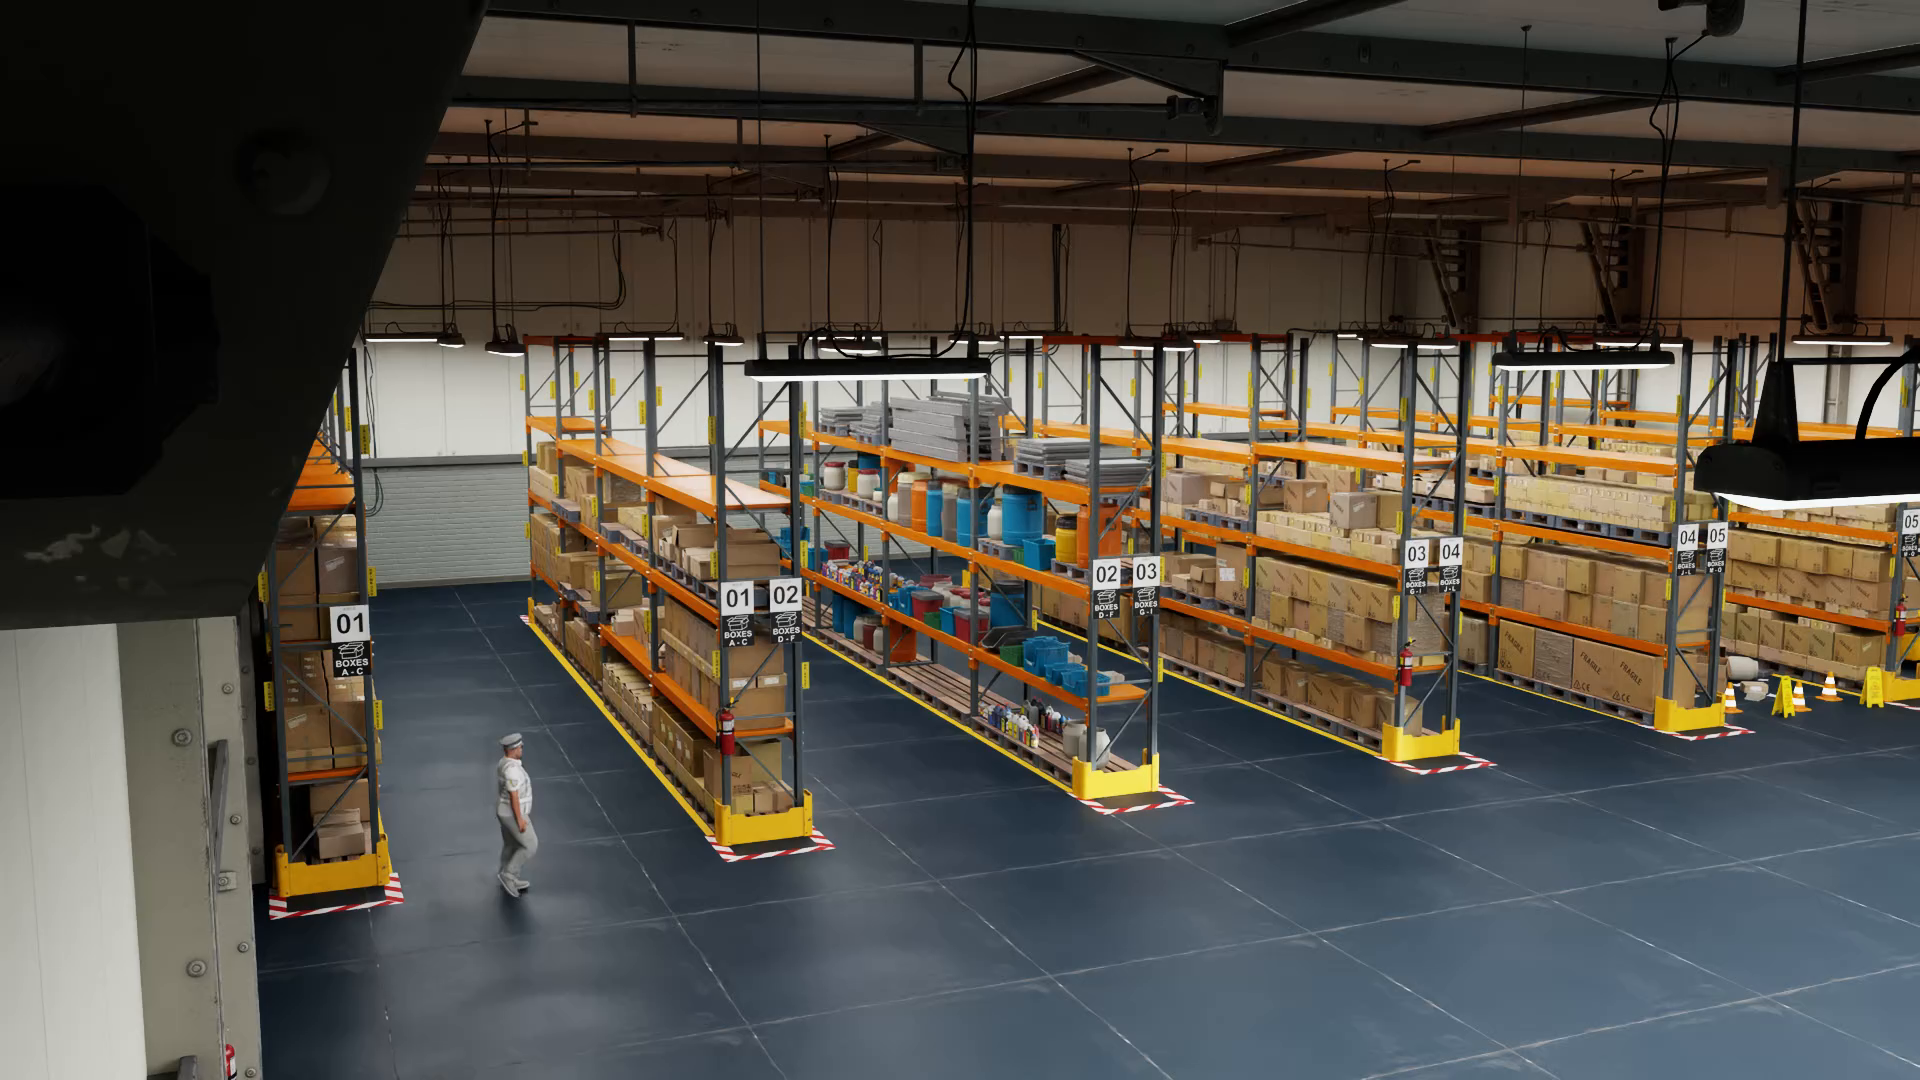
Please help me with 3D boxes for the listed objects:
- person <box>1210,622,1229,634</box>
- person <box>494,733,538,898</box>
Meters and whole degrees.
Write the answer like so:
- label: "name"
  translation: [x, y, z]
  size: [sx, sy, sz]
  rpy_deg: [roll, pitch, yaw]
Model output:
- label: "person"
  translation: [5.188, 1.161, 32.798]
  size: [0.450, 1.604, 1.064]
  rpy_deg: [-3, 8, -20]
- label: "person"
  translation: [-4.918, 3.021, 18.359]
  size: [0.440, 1.788, 0.567]
  rpy_deg: [-3, 8, -21]
